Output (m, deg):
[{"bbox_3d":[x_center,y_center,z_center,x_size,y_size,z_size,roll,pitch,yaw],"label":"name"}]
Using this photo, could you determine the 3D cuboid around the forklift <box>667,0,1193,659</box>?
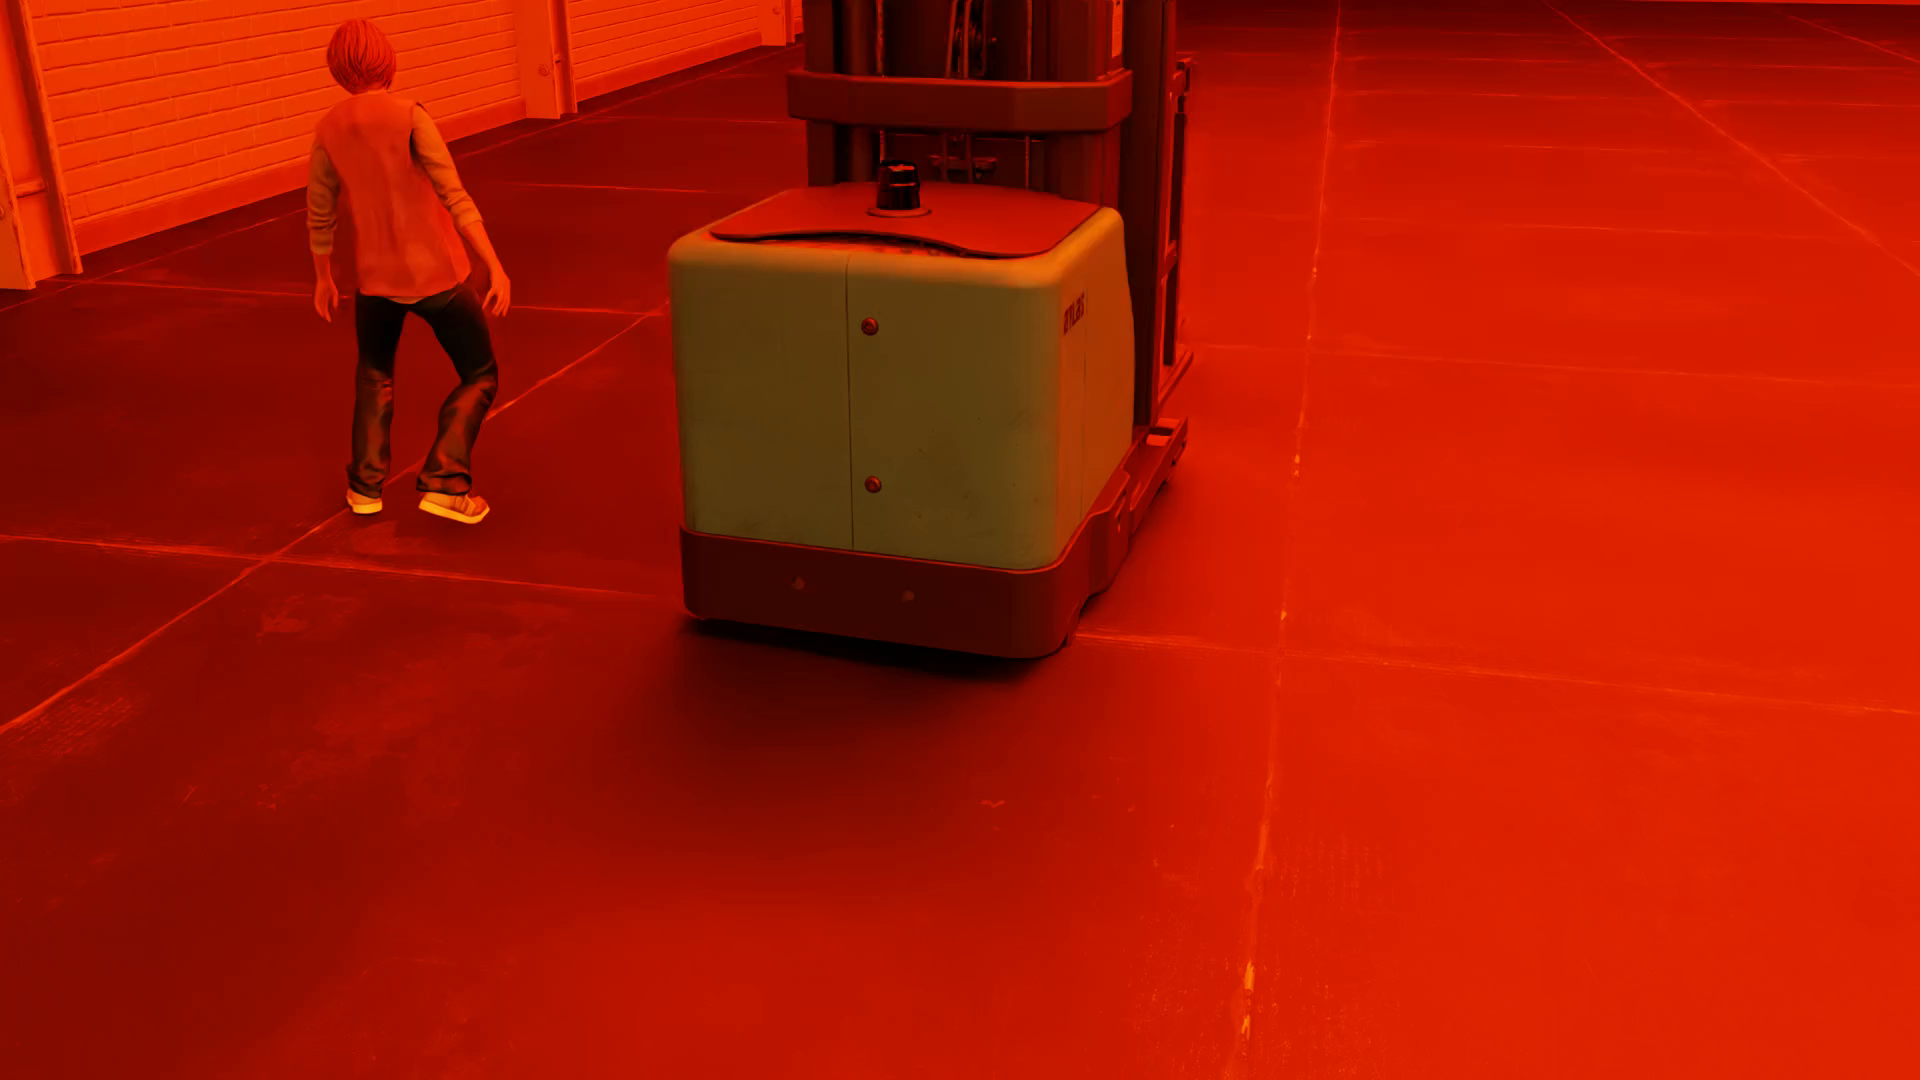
[{"bbox_3d":[0.164,-1.583,5.149,1.130,2.935,3.031,7,23,16],"label":"forklift"}]

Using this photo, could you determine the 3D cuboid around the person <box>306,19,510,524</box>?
[{"bbox_3d":[-1.691,-0.785,5.076,0.732,1.518,0.434,6,23,15],"label":"person"}]
